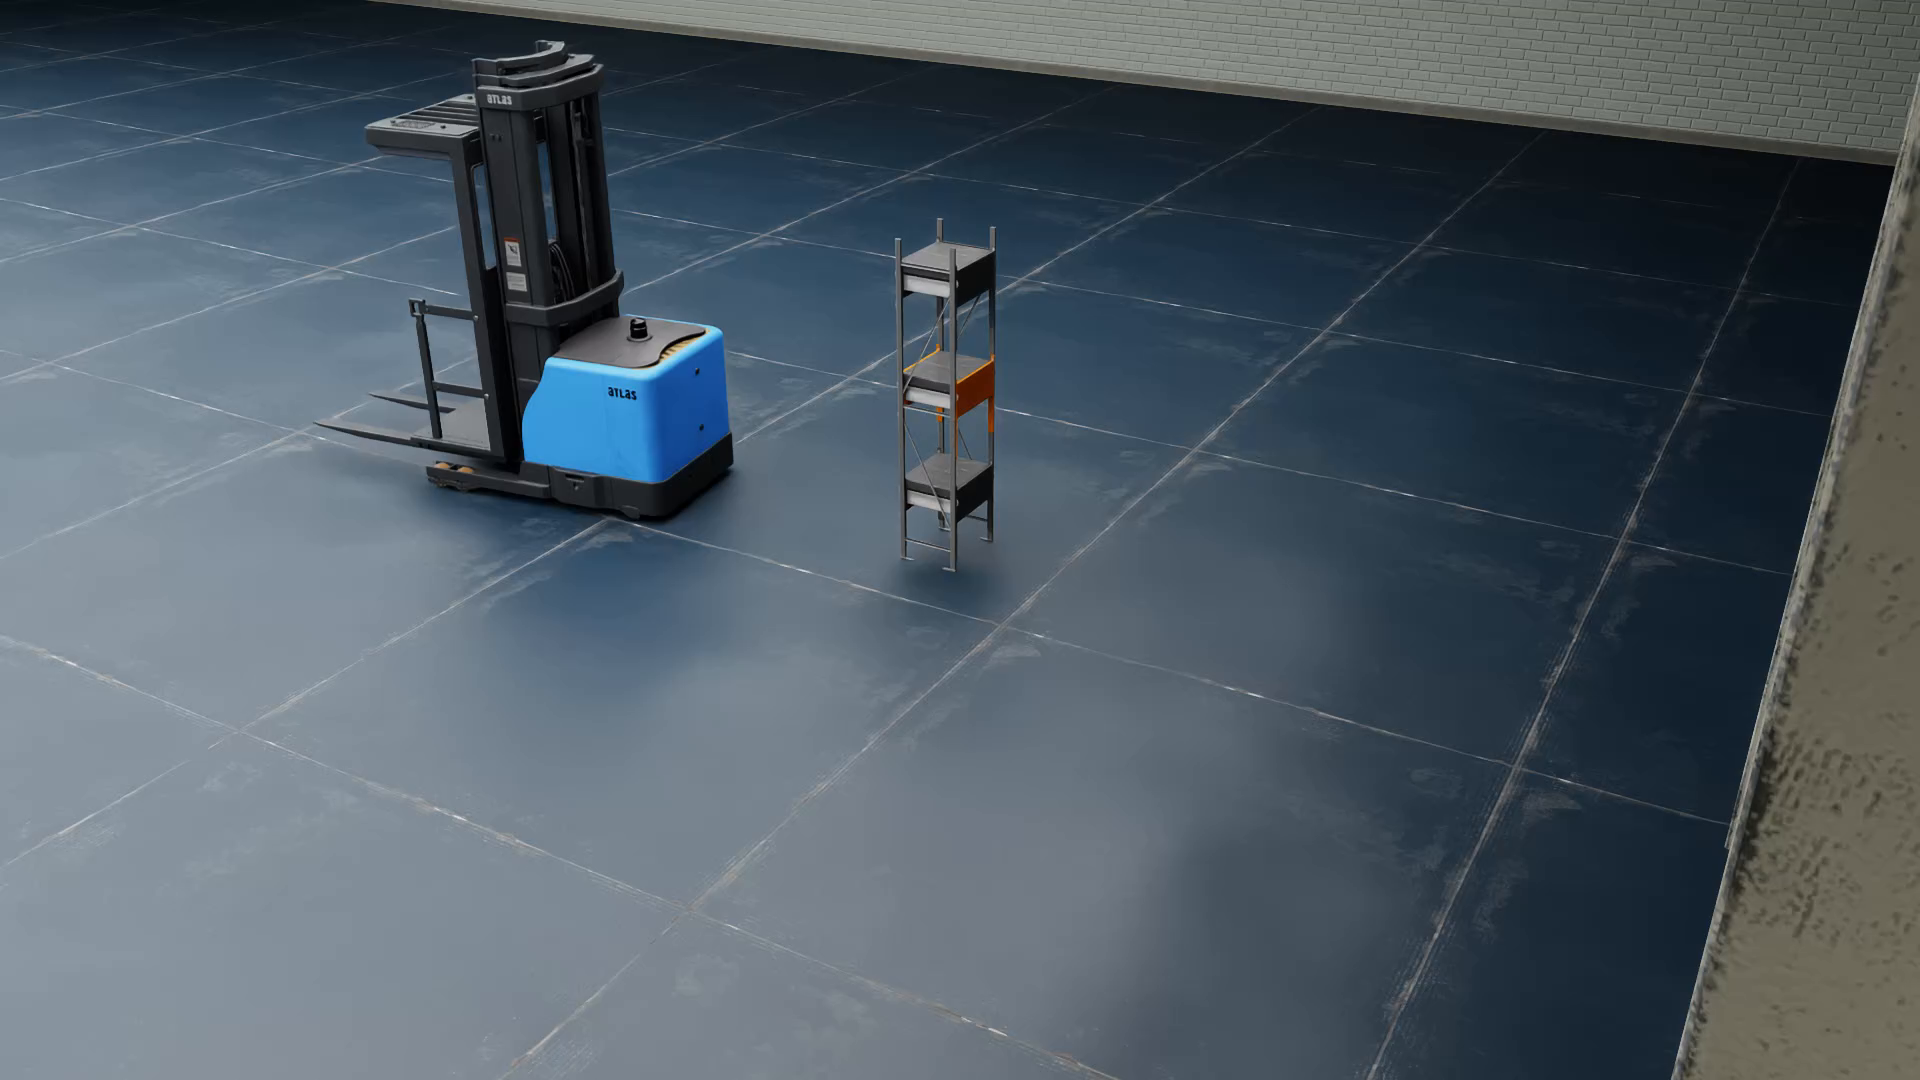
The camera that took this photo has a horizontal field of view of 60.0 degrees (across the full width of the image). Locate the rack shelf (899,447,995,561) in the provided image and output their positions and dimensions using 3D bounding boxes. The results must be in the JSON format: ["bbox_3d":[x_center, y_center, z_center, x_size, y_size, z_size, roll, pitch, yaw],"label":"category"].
[{"bbox_3d":[-0.081,-0.236,10.611,0.431,0.518,0.480,14,30,26],"label":"rack shelf"}]

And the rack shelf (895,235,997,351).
[{"bbox_3d":[-0.081,-1.488,9.984,0.431,0.518,0.480,14,30,26],"label":"rack shelf"}]

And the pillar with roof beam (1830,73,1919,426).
[{"bbox_3d":[3.090,-5.882,12.587,9.100,9.000,0.400,14,30,26],"label":"pillar with roof beam"}]

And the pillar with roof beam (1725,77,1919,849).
[{"bbox_3d":[0.138,-3.544,7.916,9.100,9.000,0.400,14,30,26],"label":"pillar with roof beam"}]

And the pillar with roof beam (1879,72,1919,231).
[{"bbox_3d":[6.042,-8.220,17.258,9.100,9.000,0.400,14,30,26],"label":"pillar with roof beam"}]

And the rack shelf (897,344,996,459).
[{"bbox_3d":[-0.081,-0.862,10.297,0.431,0.518,0.480,14,30,26],"label":"rack shelf"}]

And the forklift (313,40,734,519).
[{"bbox_3d":[-3.180,-1.857,11.325,3.031,2.935,1.130,10,28,19],"label":"forklift"}]

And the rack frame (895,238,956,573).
[{"bbox_3d":[-0.201,-0.779,10.101,0.400,2.100,0.015,14,30,26],"label":"rack frame"}]

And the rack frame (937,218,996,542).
[{"bbox_3d":[0.039,-0.970,10.481,0.400,2.100,0.015,14,30,26],"label":"rack frame"}]

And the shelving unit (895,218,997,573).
[{"bbox_3d":[-0.081,-0.874,10.291,0.431,2.100,0.503,14,30,26],"label":"shelving unit"}]
